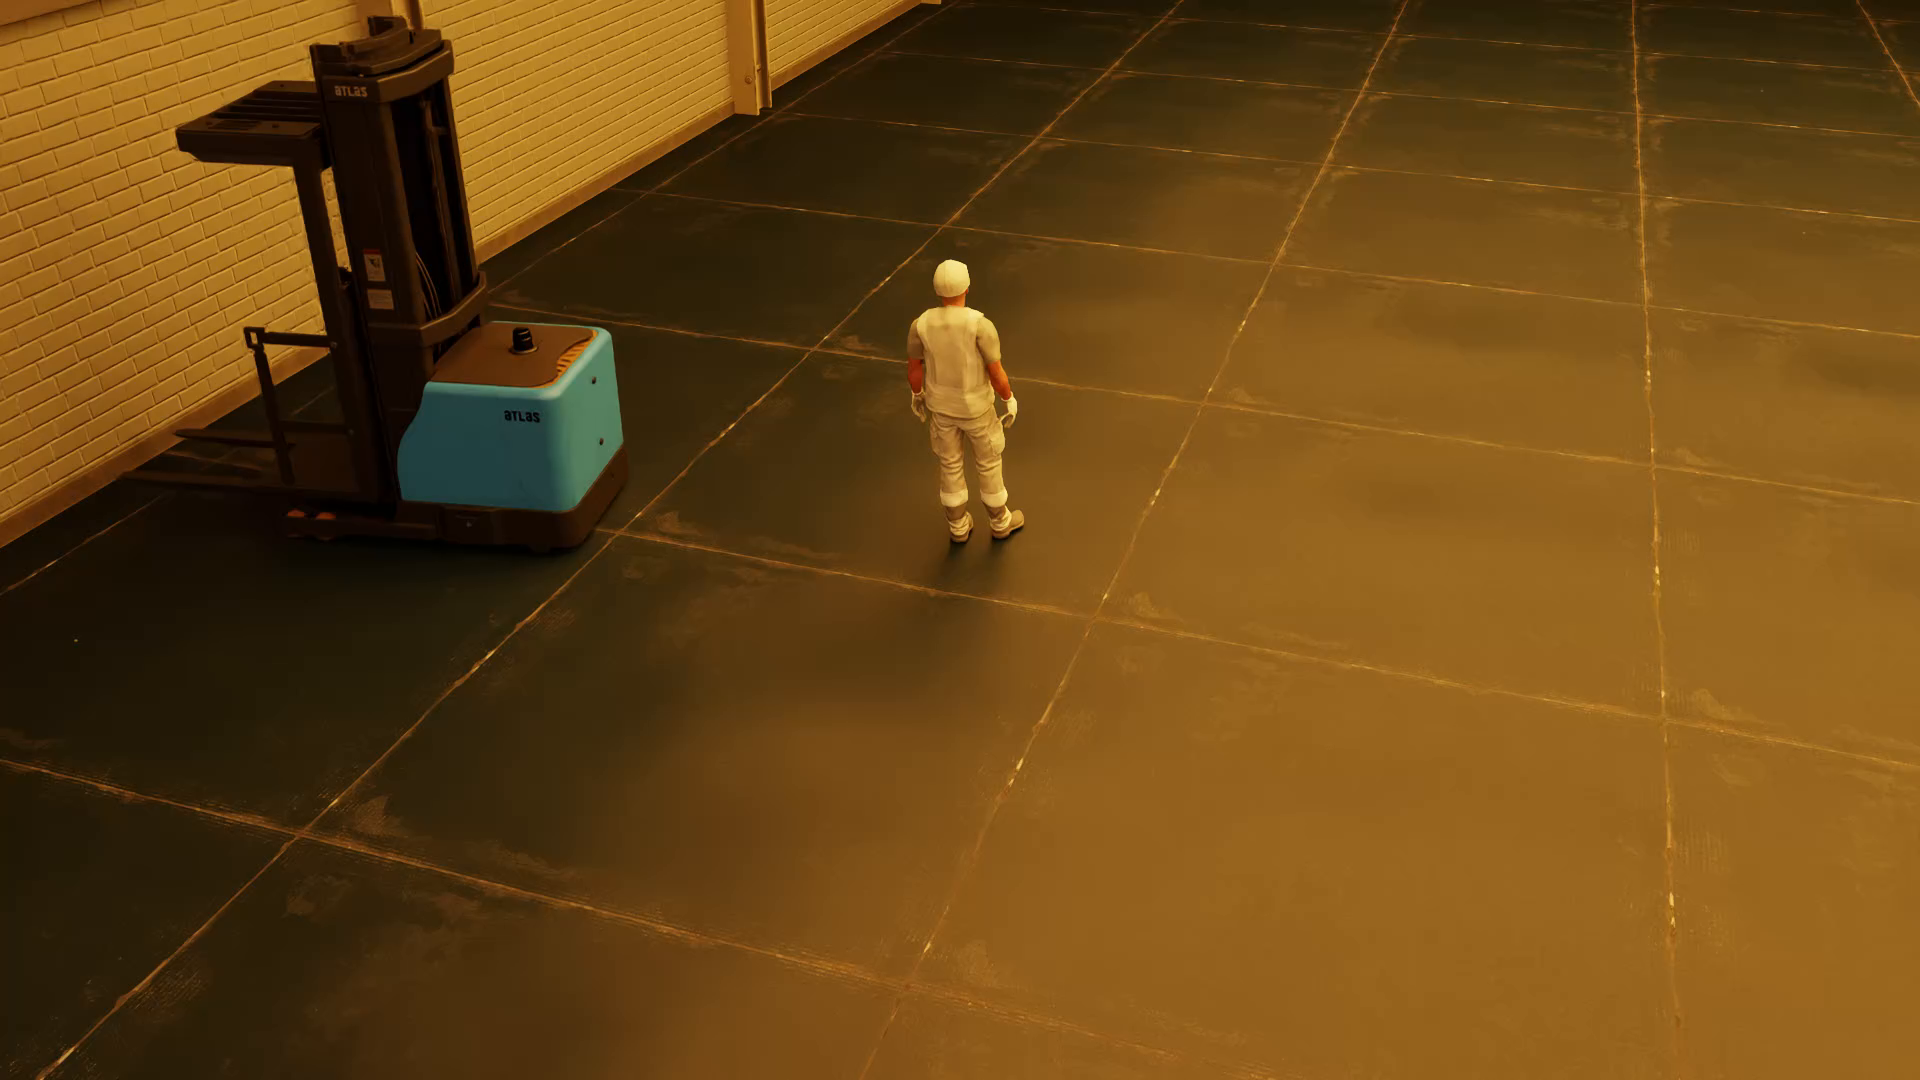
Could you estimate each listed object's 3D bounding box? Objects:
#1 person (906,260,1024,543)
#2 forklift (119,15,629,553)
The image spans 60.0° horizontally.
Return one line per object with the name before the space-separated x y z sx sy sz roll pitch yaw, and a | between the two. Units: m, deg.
person | 0.038 -0.820 9.712 0.637 1.790 0.562 10 31 16
forklift | -3.686 -1.524 9.810 3.031 2.935 1.130 4 30 7
